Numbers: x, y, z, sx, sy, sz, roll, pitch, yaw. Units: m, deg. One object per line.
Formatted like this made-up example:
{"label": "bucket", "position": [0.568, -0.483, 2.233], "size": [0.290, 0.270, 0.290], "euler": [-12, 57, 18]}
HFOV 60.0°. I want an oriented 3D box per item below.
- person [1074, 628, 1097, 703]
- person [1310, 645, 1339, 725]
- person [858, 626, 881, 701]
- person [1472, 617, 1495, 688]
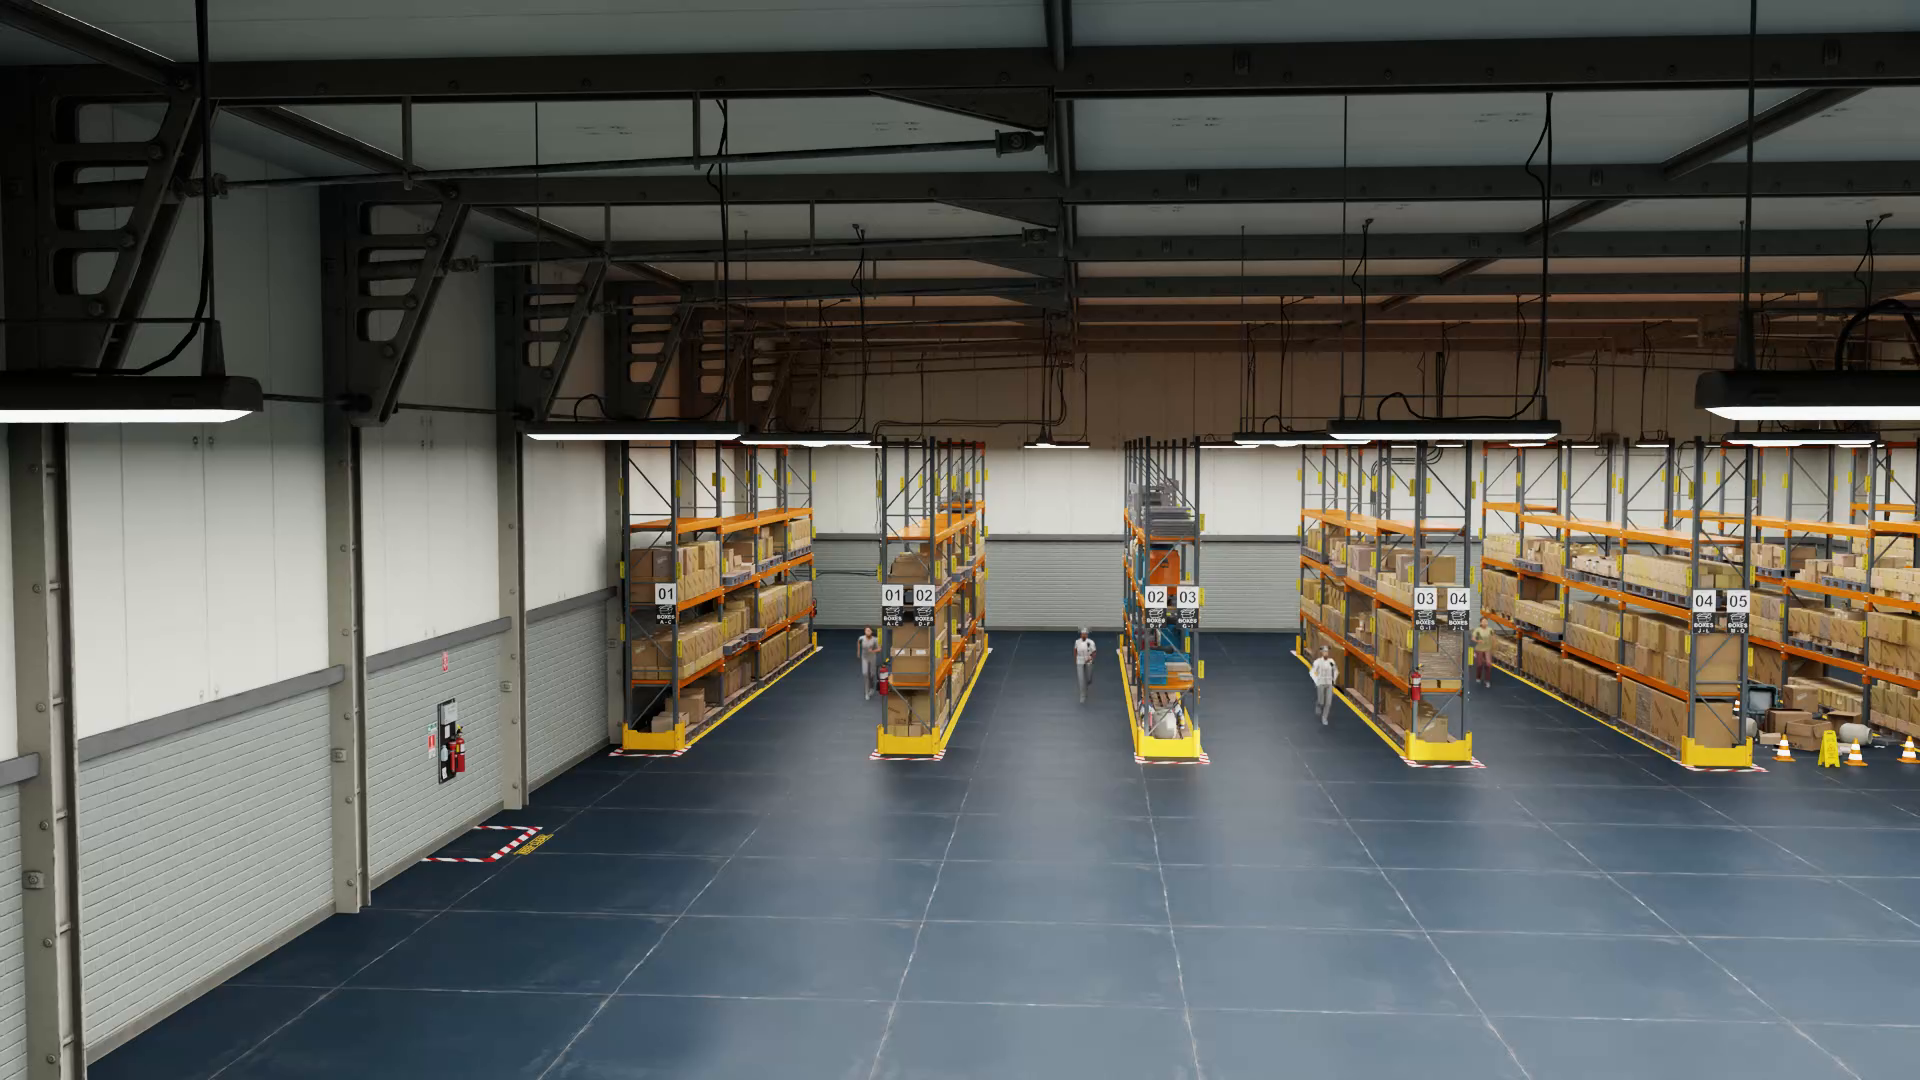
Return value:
{"label": "person", "position": [2.883, 2.856, 38.249], "size": [0.547, 1.703, 1.068], "euler": [0, 3, 5]}
{"label": "person", "position": [7.666, 3.029, 34.939], "size": [0.615, 1.658, 0.642], "euler": [0, 3, 0]}
{"label": "person", "position": [-2.104, 2.829, 38.602], "size": [0.587, 1.698, 0.945], "euler": [0, 3, 6]}
{"label": "person", "position": [12.750, 2.734, 40.507], "size": [0.594, 1.743, 0.729], "euler": [0, 3, 6]}
